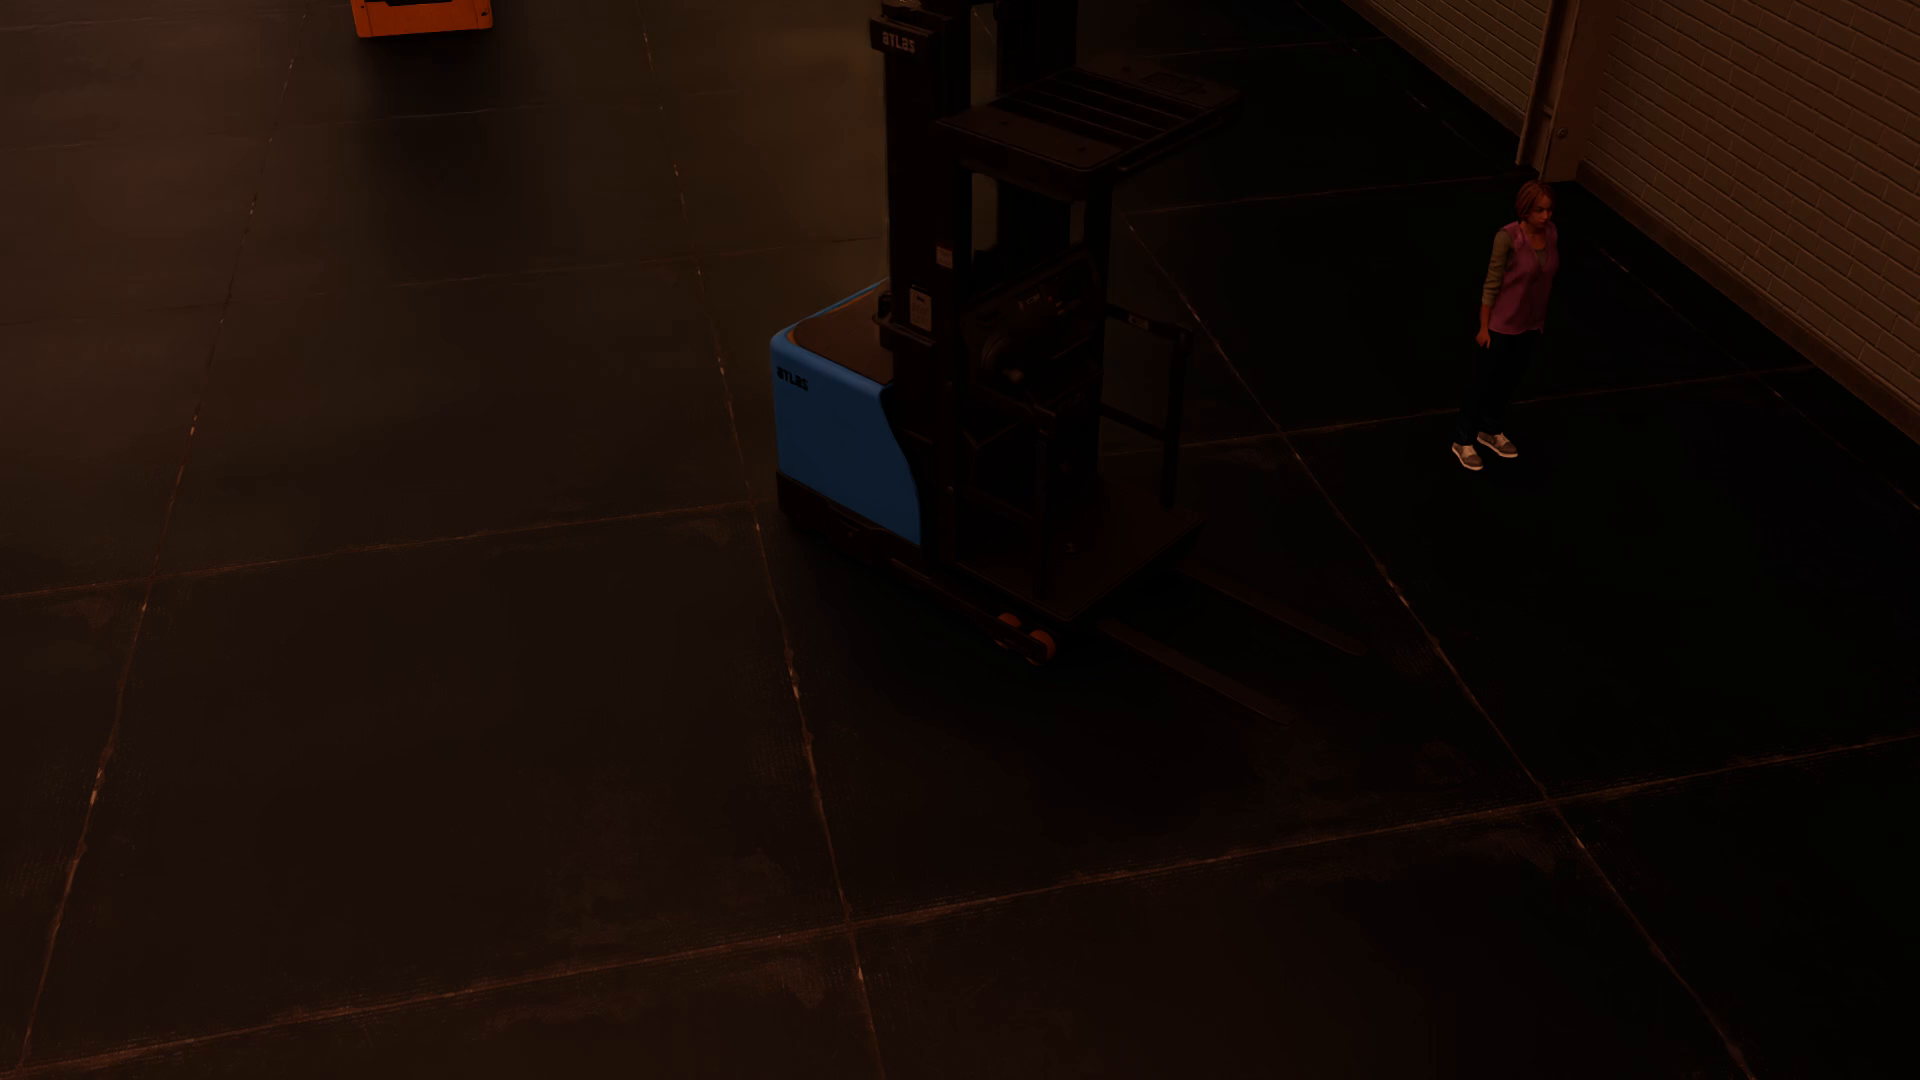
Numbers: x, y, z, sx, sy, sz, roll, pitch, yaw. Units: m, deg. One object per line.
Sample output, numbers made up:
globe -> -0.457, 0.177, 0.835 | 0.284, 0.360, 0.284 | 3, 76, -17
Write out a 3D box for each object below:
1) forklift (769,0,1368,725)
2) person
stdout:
forklift -> 0.487, -0.953, 7.374 | 3.031, 2.935, 1.130 | 27, 44, 33
person -> 2.907, -1.136, 8.768 | 0.415, 1.603, 0.316 | -16, 39, -21
